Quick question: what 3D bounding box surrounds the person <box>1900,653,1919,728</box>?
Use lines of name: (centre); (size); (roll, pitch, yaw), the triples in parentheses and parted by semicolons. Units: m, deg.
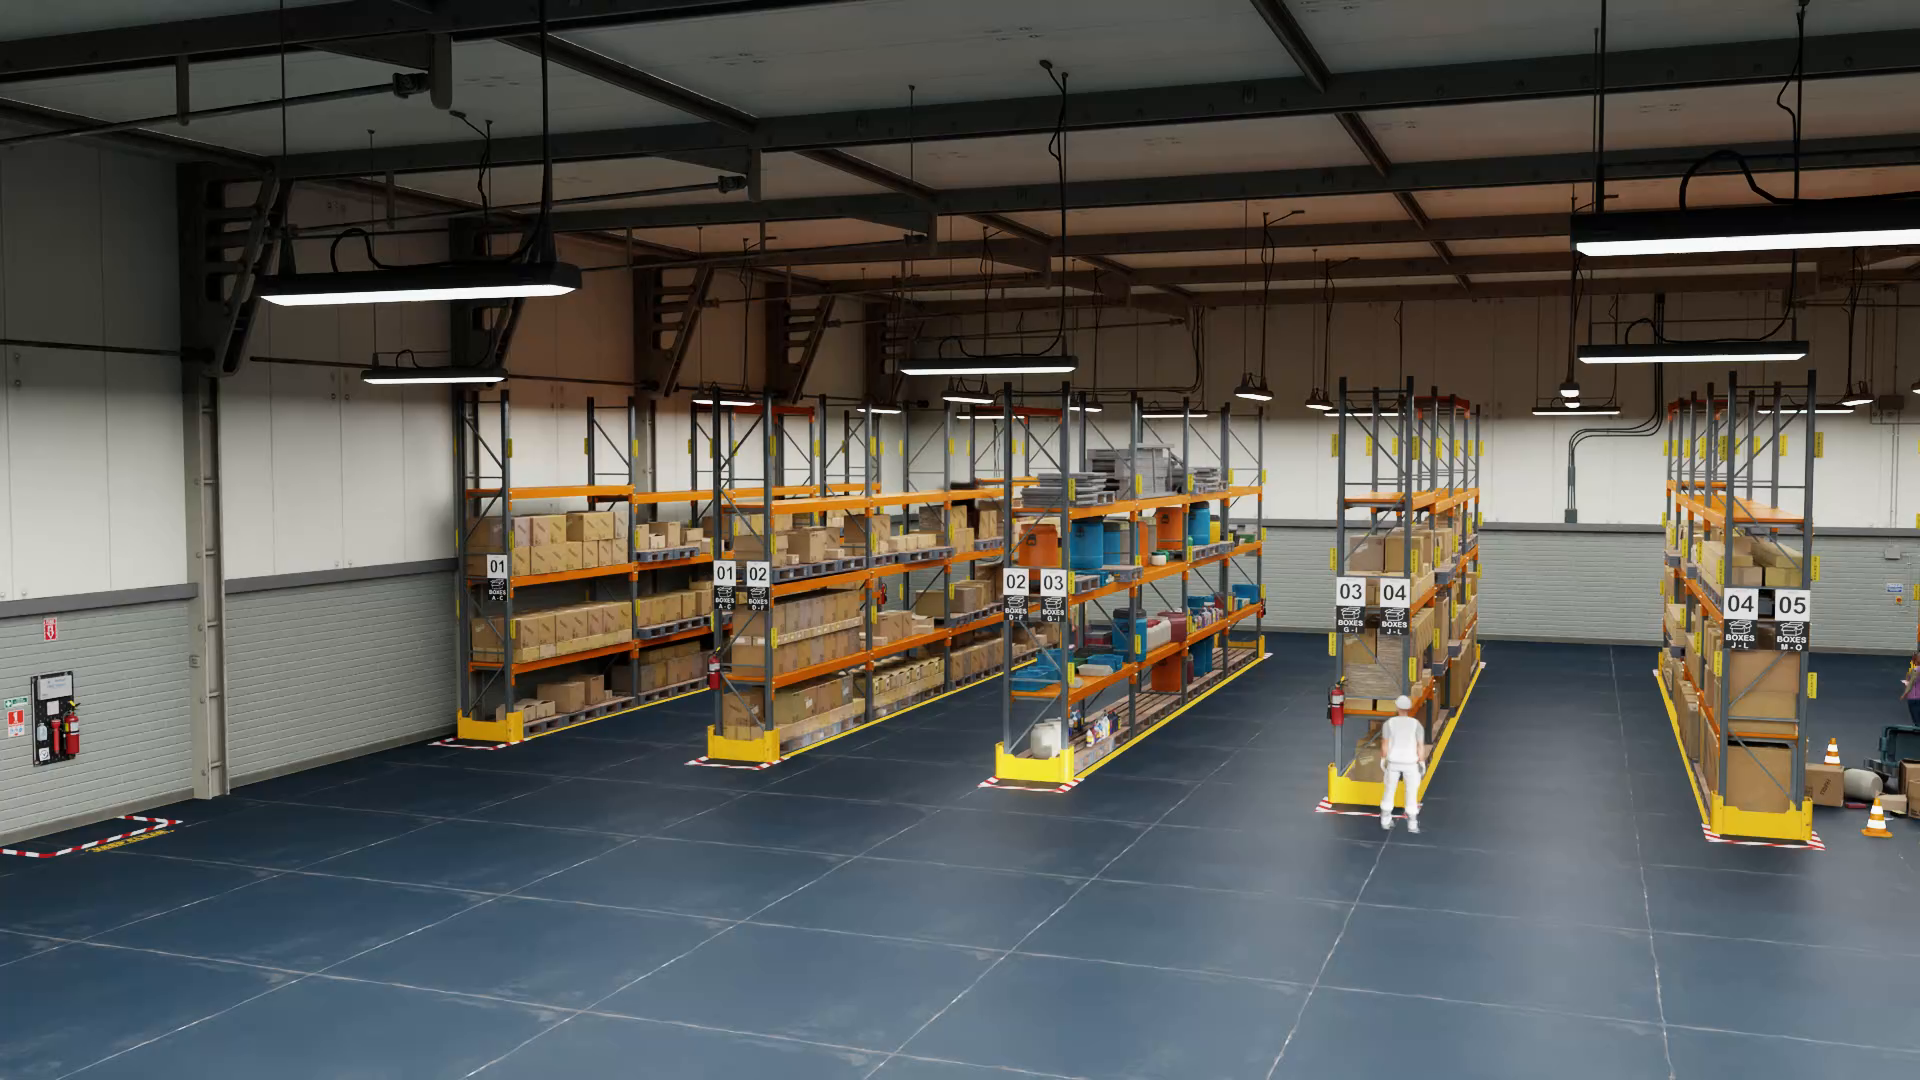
person: (16.052, 2.680, 27.872); (0.498, 1.549, 0.841); (0, 3, 9)

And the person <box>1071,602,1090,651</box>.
person: (2.835, 2.019, 39.008); (0.516, 1.672, 0.415); (-1, 3, -24)

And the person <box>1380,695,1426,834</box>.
person: (5.783, 2.913, 21.723); (0.582, 1.794, 0.455); (2, 4, 38)
